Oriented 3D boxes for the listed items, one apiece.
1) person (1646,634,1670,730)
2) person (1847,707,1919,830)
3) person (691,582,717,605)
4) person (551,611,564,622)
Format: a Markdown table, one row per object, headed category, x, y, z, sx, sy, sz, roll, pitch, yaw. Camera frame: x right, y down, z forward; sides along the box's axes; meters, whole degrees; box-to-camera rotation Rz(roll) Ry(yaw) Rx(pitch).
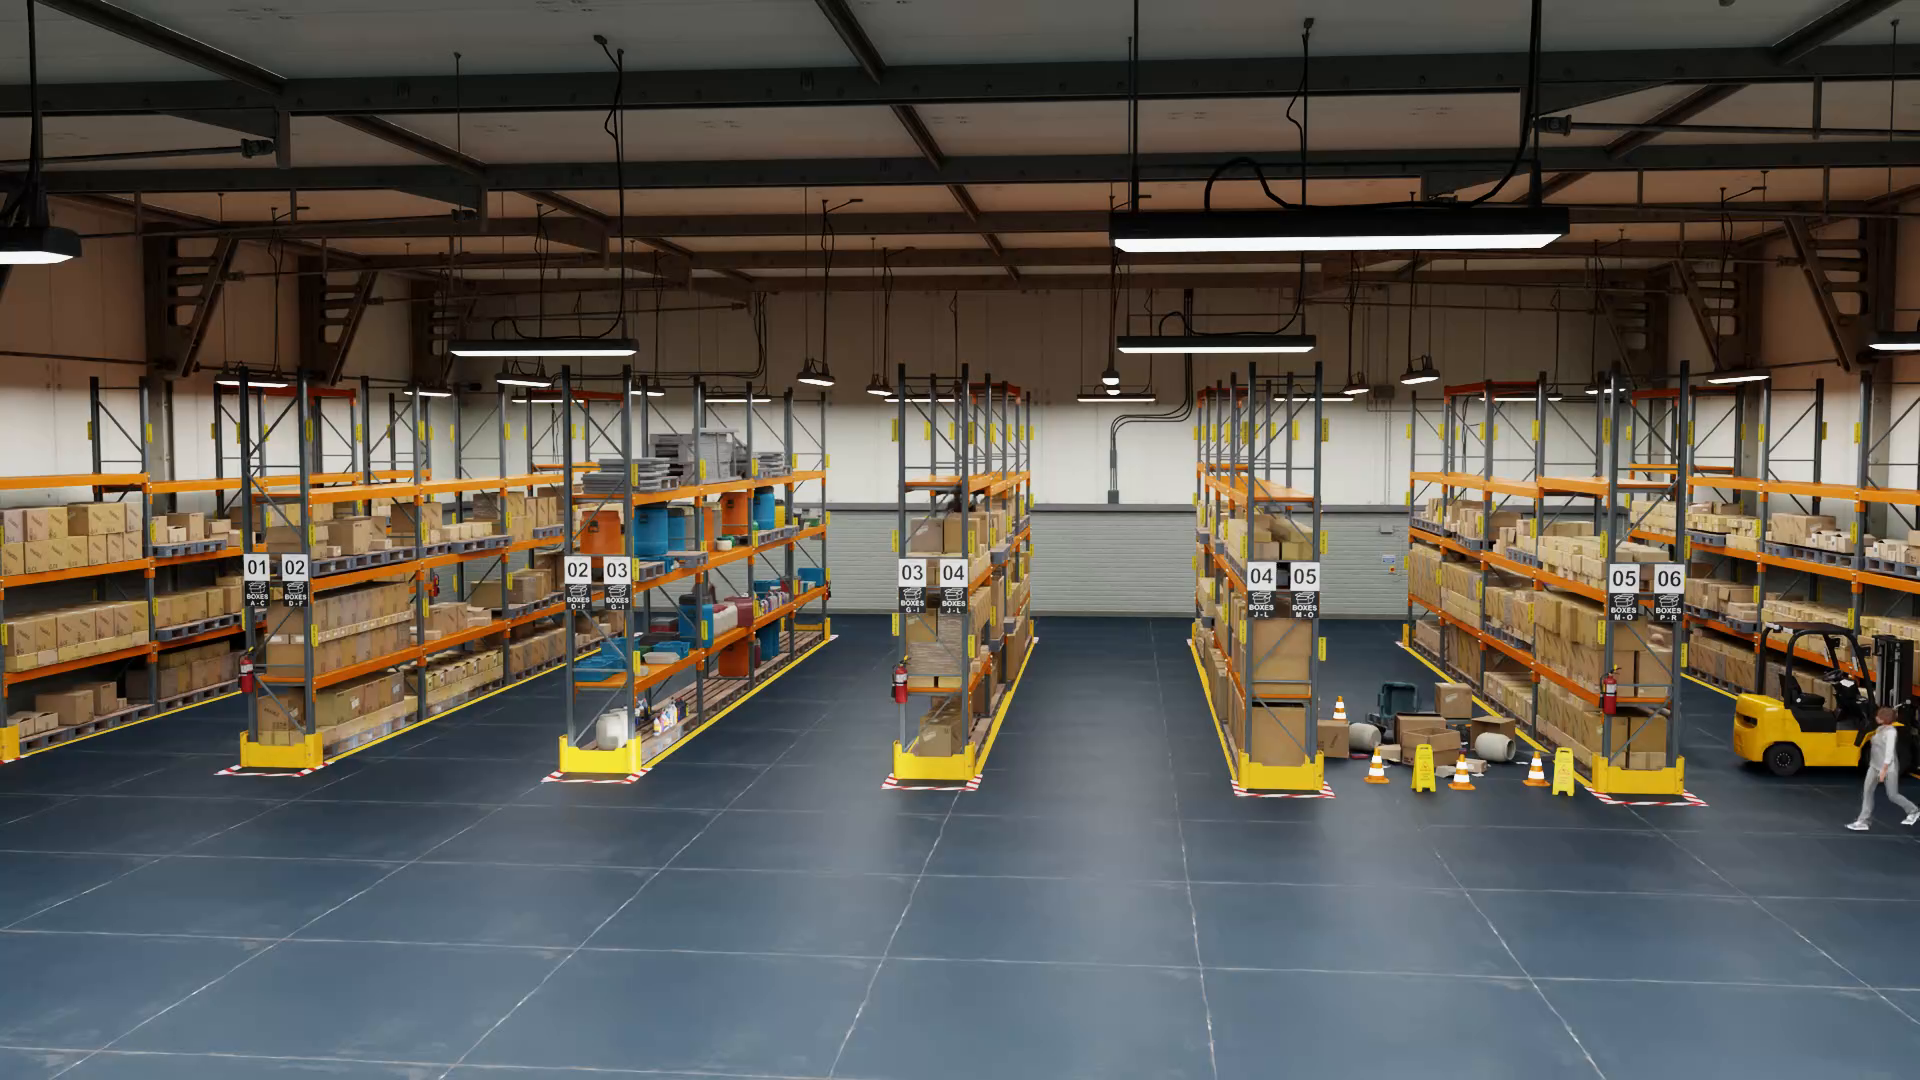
| category | x | y | z | sx | sy | sz | roll | pitch | yaw |
| --- | --- | --- | --- | --- | --- | --- | --- | --- | --- |
| person | 11.364 | 2.397 | 27.244 | 0.610 | 1.734 | 0.791 | -2 | 4 | -26 |
| person | 11.657 | 2.876 | 20.894 | 0.896 | 1.552 | 0.395 | -1 | 4 | -12 |
| person | -6.061 | 1.601 | 39.054 | 0.557 | 1.720 | 1.095 | 1 | 4 | 14 |
| person | -10.292 | 1.403 | 43.303 | 0.772 | 1.635 | 0.509 | 3 | 4 | 35 |
